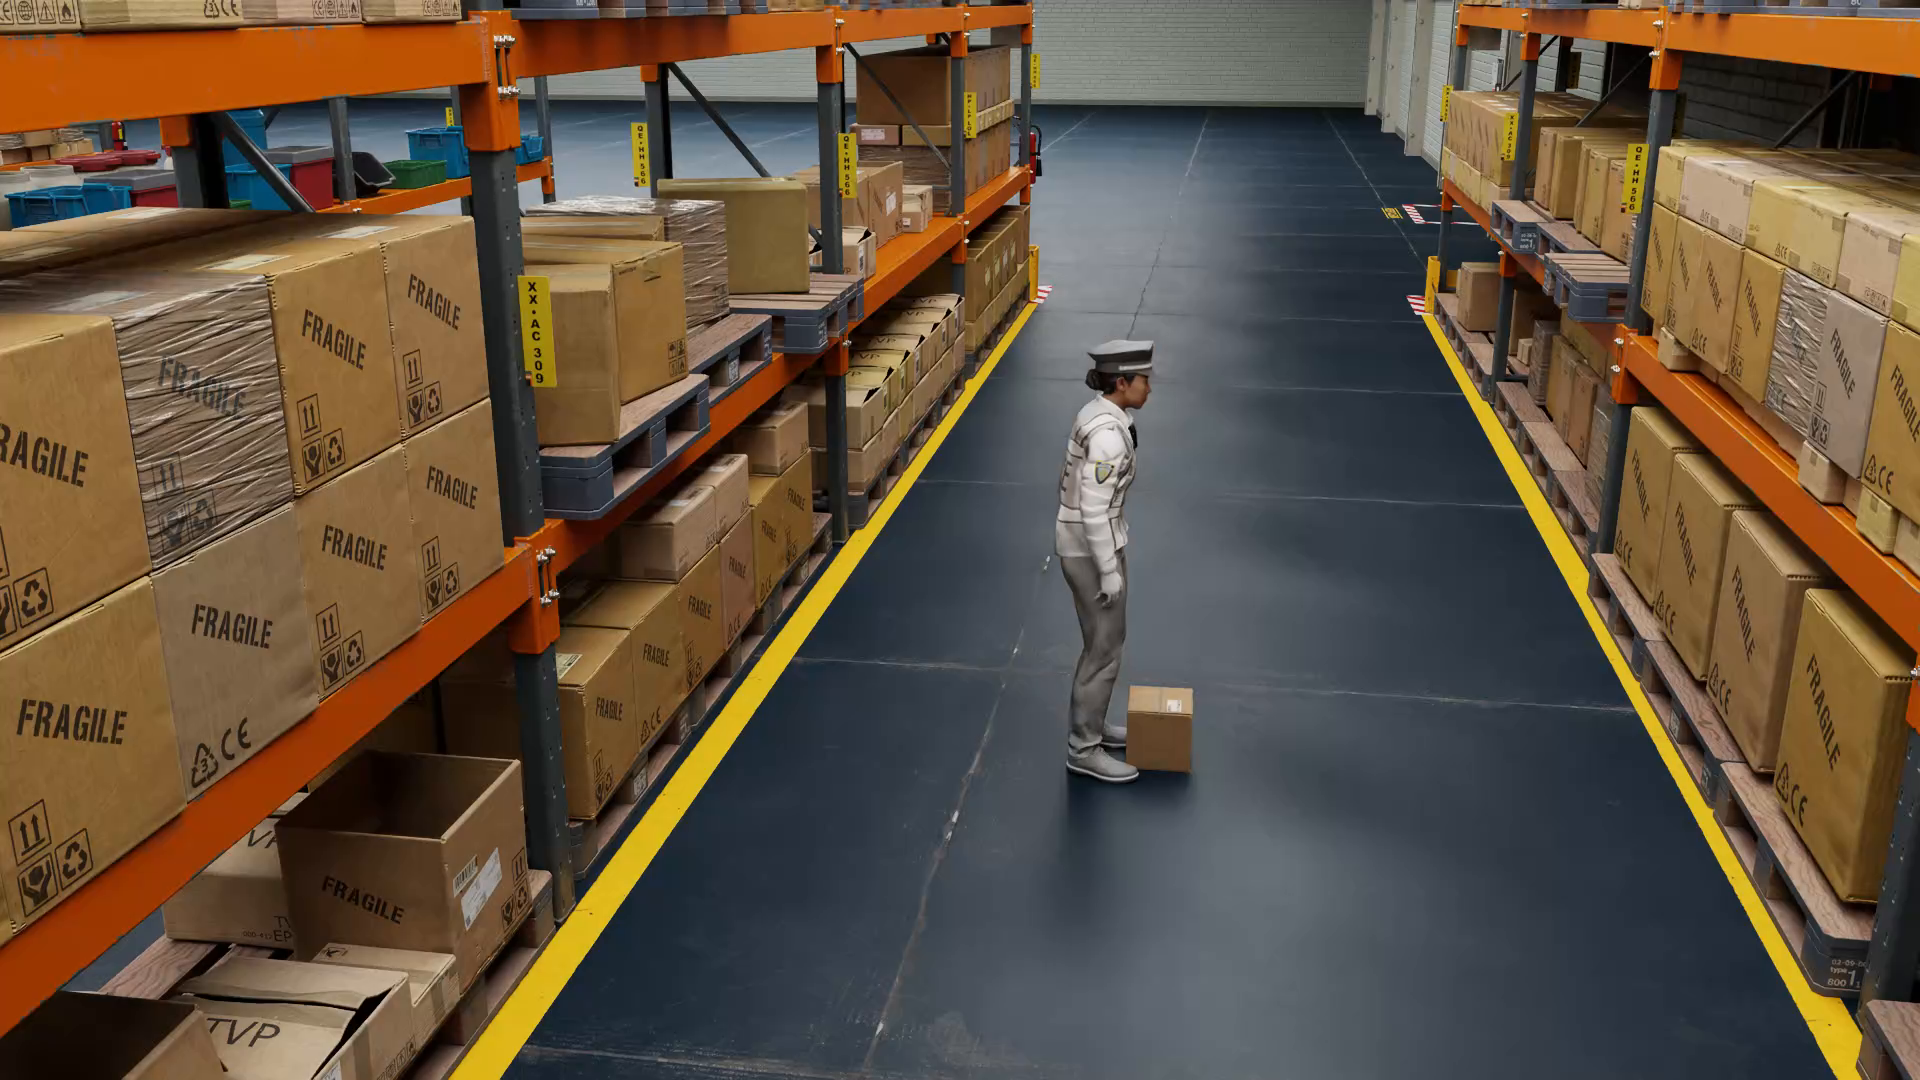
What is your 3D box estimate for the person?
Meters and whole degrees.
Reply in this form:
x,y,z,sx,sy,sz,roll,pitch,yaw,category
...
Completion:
x,y,z,sx,sy,sz,roll,pitch,yaw,category
0.546,0.059,6.366,0.376,1.663,0.544,2,18,5,person
